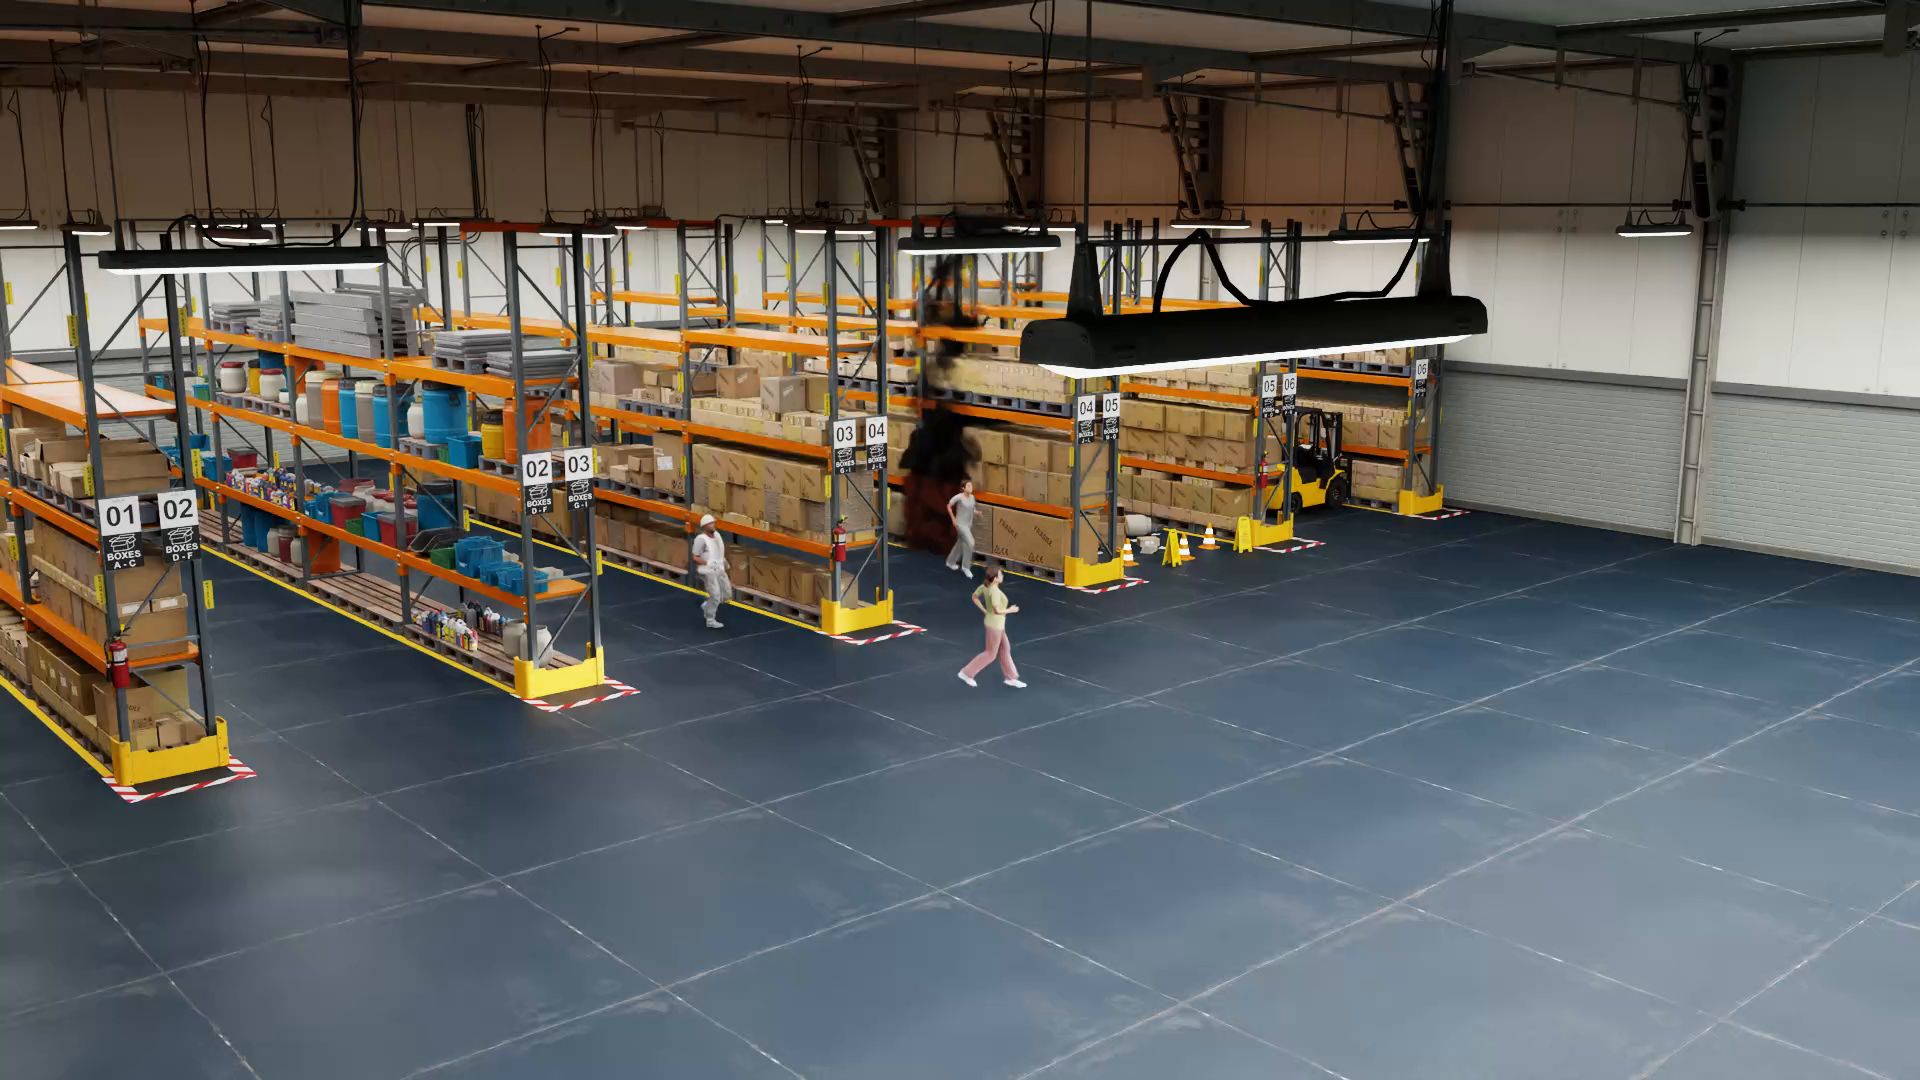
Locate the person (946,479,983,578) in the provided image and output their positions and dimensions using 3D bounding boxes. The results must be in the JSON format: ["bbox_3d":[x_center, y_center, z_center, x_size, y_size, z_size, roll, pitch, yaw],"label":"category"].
[{"bbox_3d":[0.058,-0.219,28.688,0.818,1.700,0.480,9,14,37],"label":"person"}]

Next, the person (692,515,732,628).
[{"bbox_3d":[-3.737,0.475,25.117,0.614,1.734,0.677,7,13,30],"label":"person"}]

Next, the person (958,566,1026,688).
[{"bbox_3d":[0.430,1.166,21.817,0.956,1.684,0.576,-3,12,-13],"label":"person"}]

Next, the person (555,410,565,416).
[{"bbox_3d":[-9.280,-2.167,38.526,0.616,1.694,0.816,-5,13,-25],"label":"person"}]
